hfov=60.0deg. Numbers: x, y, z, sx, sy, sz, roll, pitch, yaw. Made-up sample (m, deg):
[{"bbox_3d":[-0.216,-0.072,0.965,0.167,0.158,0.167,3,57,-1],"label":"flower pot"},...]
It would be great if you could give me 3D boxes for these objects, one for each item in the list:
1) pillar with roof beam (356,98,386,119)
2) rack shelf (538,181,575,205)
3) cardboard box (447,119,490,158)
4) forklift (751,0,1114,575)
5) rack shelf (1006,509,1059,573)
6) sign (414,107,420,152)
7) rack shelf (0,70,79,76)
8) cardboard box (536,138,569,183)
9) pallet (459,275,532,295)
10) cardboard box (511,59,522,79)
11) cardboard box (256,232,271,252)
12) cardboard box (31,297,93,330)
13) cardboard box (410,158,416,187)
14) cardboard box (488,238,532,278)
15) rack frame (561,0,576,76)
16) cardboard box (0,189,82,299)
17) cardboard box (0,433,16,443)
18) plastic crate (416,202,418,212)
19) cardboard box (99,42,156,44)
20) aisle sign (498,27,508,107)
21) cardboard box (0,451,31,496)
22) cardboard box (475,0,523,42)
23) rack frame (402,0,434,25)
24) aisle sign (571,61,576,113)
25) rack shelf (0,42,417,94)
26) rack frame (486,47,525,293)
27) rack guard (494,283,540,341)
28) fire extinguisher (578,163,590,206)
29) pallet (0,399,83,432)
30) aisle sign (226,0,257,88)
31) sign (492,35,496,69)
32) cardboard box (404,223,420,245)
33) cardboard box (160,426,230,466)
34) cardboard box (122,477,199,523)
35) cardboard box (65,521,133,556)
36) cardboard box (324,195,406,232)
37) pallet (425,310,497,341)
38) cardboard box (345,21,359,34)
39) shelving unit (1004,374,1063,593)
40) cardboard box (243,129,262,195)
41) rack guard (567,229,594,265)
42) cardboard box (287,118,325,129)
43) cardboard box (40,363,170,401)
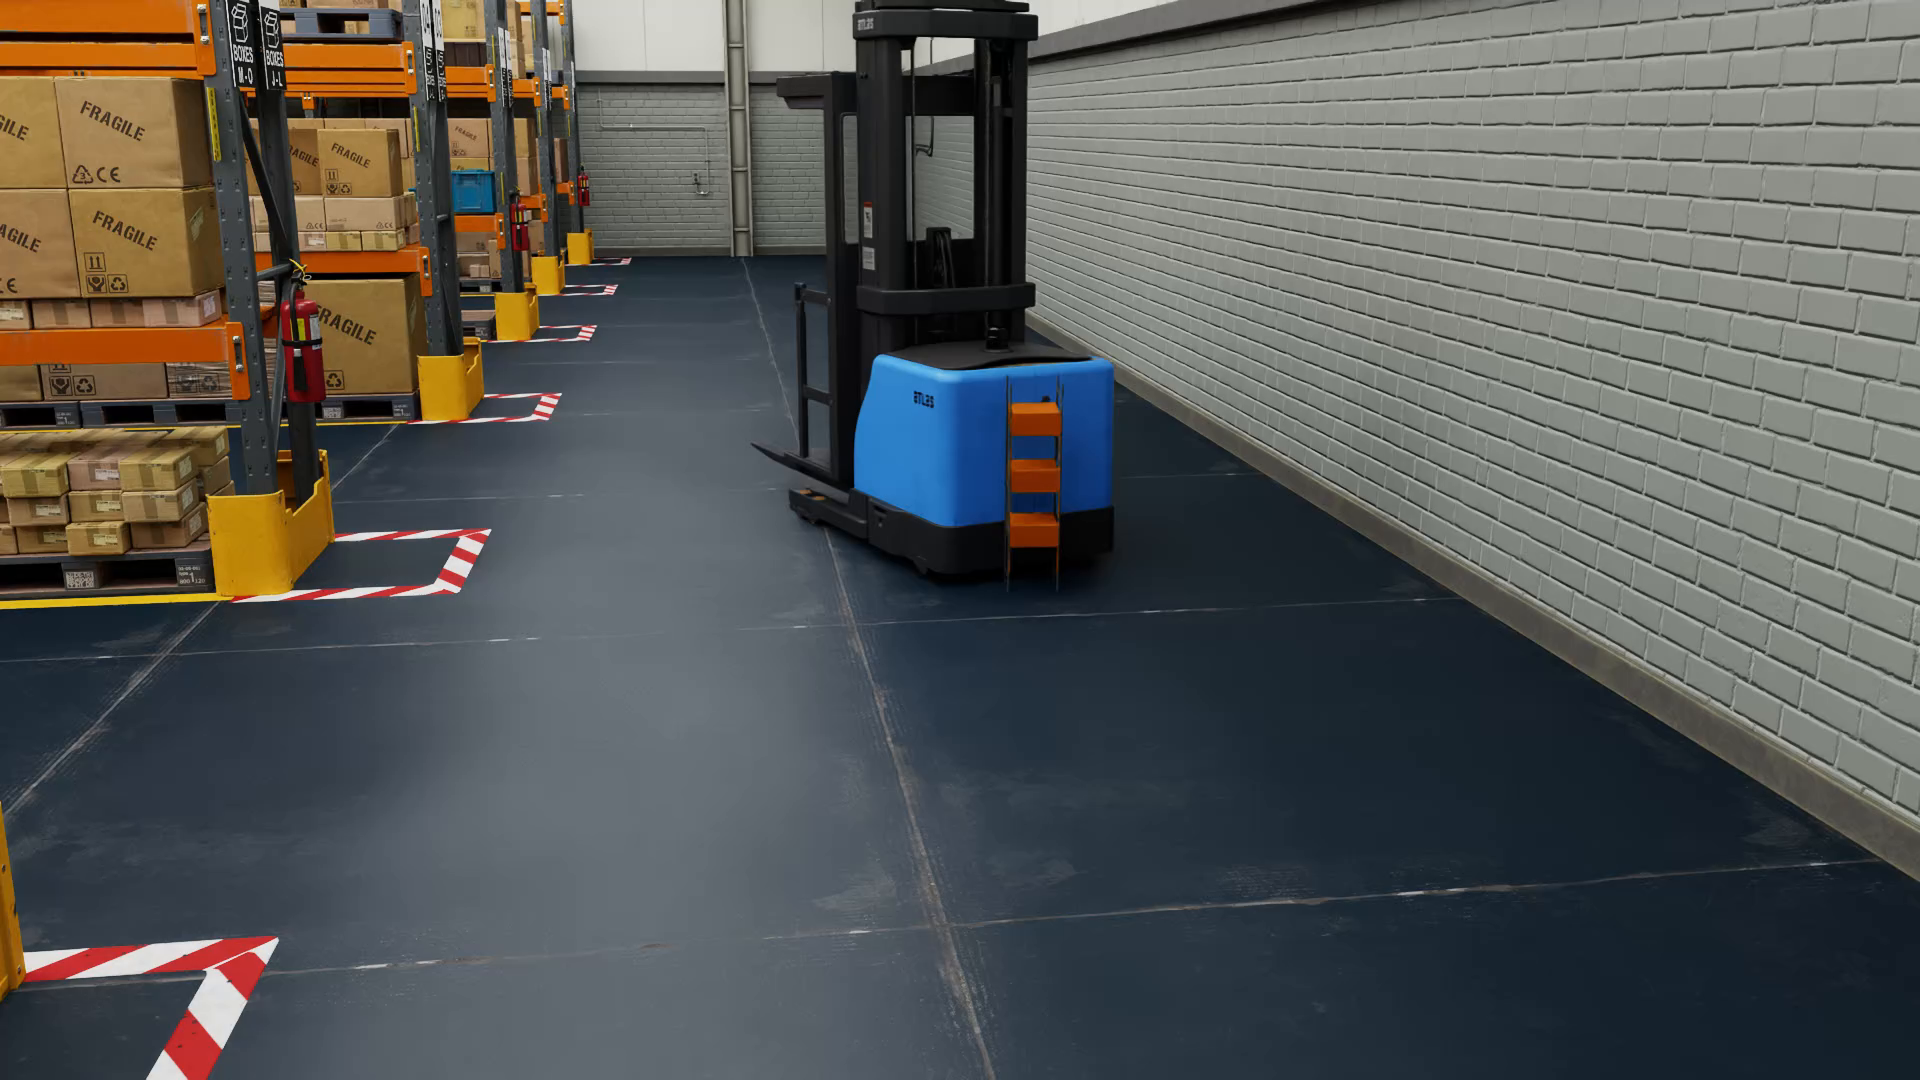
[{"bbox_3d":[-9.085,-8.059,22.856,0.400,9.000,9.100,-2,14,-8],"label":"pillar with roof beam"},{"bbox_3d":[-8.312,-5.674,27.161,4.000,0.370,1.077,-2,14,-8],"label":"rack shelf"},{"bbox_3d":[-6.491,-5.337,22.076,0.500,0.500,0.500,-2,14,-7],"label":"cardboard box"},{"bbox_3d":[-0.344,-1.557,9.405,1.130,2.935,3.031,-8,16,-28],"label":"forklift"},{"bbox_3d":[0.355,0.003,8.200,0.240,0.259,0.215,-1,19,-3],"label":"rack shelf"},{"bbox_3d":[-4.054,-3.067,12.417,0.005,0.325,0.100,-2,14,-8],"label":"sign"},{"bbox_3d":[-10.792,-4.601,16.716,4.000,0.370,1.077,-2,14,-8],"label":"rack shelf"},{"bbox_3d":[-6.837,-6.220,27.243,0.700,0.700,0.980,-1,14,-6],"label":"cardboard box"},{"bbox_3d":[-6.456,-3.520,22.824,1.213,0.211,1.003,-2,14,-8],"label":"pallet"},{"bbox_3d":[-6.062,-6.205,21.938,0.500,0.250,0.500,-2,14,-8],"label":"cardboard box"},{"bbox_3d":[-5.177,-2.280,12.663,0.250,0.149,0.380,-2,14,-7],"label":"cardboard box"},{"bbox_3d":[-4.259,-1.110,7.999,0.250,0.149,0.380,-2,14,-9],"label":"cardboard box"},{"bbox_3d":[-7.002,-4.835,22.129,0.500,0.500,0.500,-2,14,-8],"label":"cardboard box"},{"bbox_3d":[-6.094,-3.826,22.547,0.500,0.500,0.500,-2,14,-8],"label":"cardboard box"},{"bbox_3d":[-6.335,-9.006,26.633,0.127,3.000,1.000,-2,14,-8],"label":"rack frame"},{"bbox_3d":[-4.398,-1.422,7.908,0.500,0.500,0.500,-2,14,-9],"label":"cardboard box"},{"bbox_3d":[-5.082,-0.443,8.596,0.250,0.149,0.380,-2,14,-6],"label":"cardboard box"},{"bbox_3d":[-5.638,-3.541,17.593,0.243,0.136,0.396,-2,14,-8],"label":"plastic crate"},{"bbox_3d":[-10.715,-6.485,21.473,0.600,0.600,0.600,-2,14,-9],"label":"cardboard box"},{"bbox_3d":[-4.744,-4.906,17.273,0.004,0.787,0.394,-2,14,-8],"label":"aisle sign"},{"bbox_3d":[-4.727,-0.325,8.124,0.250,0.149,0.380,-3,14,-11],"label":"cardboard box"},{"bbox_3d":[-6.098,-6.870,22.023,0.500,0.500,0.700,-2,14,-8],"label":"cardboard box"},{"bbox_3d":[-4.121,-5.431,12.380,0.127,3.000,1.000,-2,14,-8],"label":"rack frame"},{"bbox_3d":[-6.219,-7.287,26.769,0.004,0.787,0.394,-2,14,-8],"label":"aisle sign"},{"bbox_3d":[-6.098,-3.555,12.543,4.000,0.370,1.077,-2,14,-8],"label":"rack shelf"},{"bbox_3d":[-4.859,-3.713,17.860,0.127,3.000,1.000,-2,14,-8],"label":"rack frame"},{"bbox_3d":[-4.837,-2.504,18.180,0.348,0.500,1.175,-2,14,-8],"label":"rack guard"},{"bbox_3d":[-6.117,-5.772,26.996,0.183,0.674,0.296,-2,14,-8],"label":"fire extinguisher"},{"bbox_3d":[-7.313,-1.033,12.906,1.213,0.211,1.003,-2,14,-8],"label":"pallet"},{"bbox_3d":[-3.365,-2.516,7.744,0.004,0.787,0.394,-2,14,-8],"label":"aisle sign"},{"bbox_3d":[-4.761,-4.985,16.983,0.005,0.325,0.100,-2,14,-8],"label":"sign"},{"bbox_3d":[-4.521,-2.466,13.405,0.250,0.149,0.380,-2,14,-8],"label":"cardboard box"},{"bbox_3d":[-4.050,-0.497,8.811,0.250,0.149,0.380,-3,14,-11],"label":"cardboard box"},{"bbox_3d":[-3.961,-0.202,8.247,0.250,0.149,0.380,-2,14,-10],"label":"cardboard box"},{"bbox_3d":[-4.210,-0.043,8.223,0.250,0.149,0.380,-2,14,-7],"label":"cardboard box"},{"bbox_3d":[-4.560,-2.512,12.767,0.500,0.250,0.500,-2,14,-9],"label":"cardboard box"},{"bbox_3d":[-5.680,-2.340,18.117,1.213,0.211,1.003,-2,14,-8],"label":"pallet"},{"bbox_3d":[-8.064,-6.778,21.656,0.500,0.500,0.700,-2,14,-8],"label":"cardboard box"},{"bbox_3d":[0.356,-0.270,8.106,0.252,1.050,0.215,-1,19,-3],"label":"shelving unit"},{"bbox_3d":[-5.641,-2.966,13.037,0.500,0.500,0.500,-2,14,-10],"label":"cardboard box"},{"bbox_3d":[-6.311,-4.884,27.670,0.348,0.500,1.175,-2,14,-8],"label":"rack guard"},{"bbox_3d":[-8.530,-5.261,21.773,0.500,0.500,0.500,-3,14,-10],"label":"cardboard box"},{"bbox_3d":[-6.522,-1.587,12.888,0.875,0.875,0.875,-2,14,-8],"label":"cardboard box"}]
